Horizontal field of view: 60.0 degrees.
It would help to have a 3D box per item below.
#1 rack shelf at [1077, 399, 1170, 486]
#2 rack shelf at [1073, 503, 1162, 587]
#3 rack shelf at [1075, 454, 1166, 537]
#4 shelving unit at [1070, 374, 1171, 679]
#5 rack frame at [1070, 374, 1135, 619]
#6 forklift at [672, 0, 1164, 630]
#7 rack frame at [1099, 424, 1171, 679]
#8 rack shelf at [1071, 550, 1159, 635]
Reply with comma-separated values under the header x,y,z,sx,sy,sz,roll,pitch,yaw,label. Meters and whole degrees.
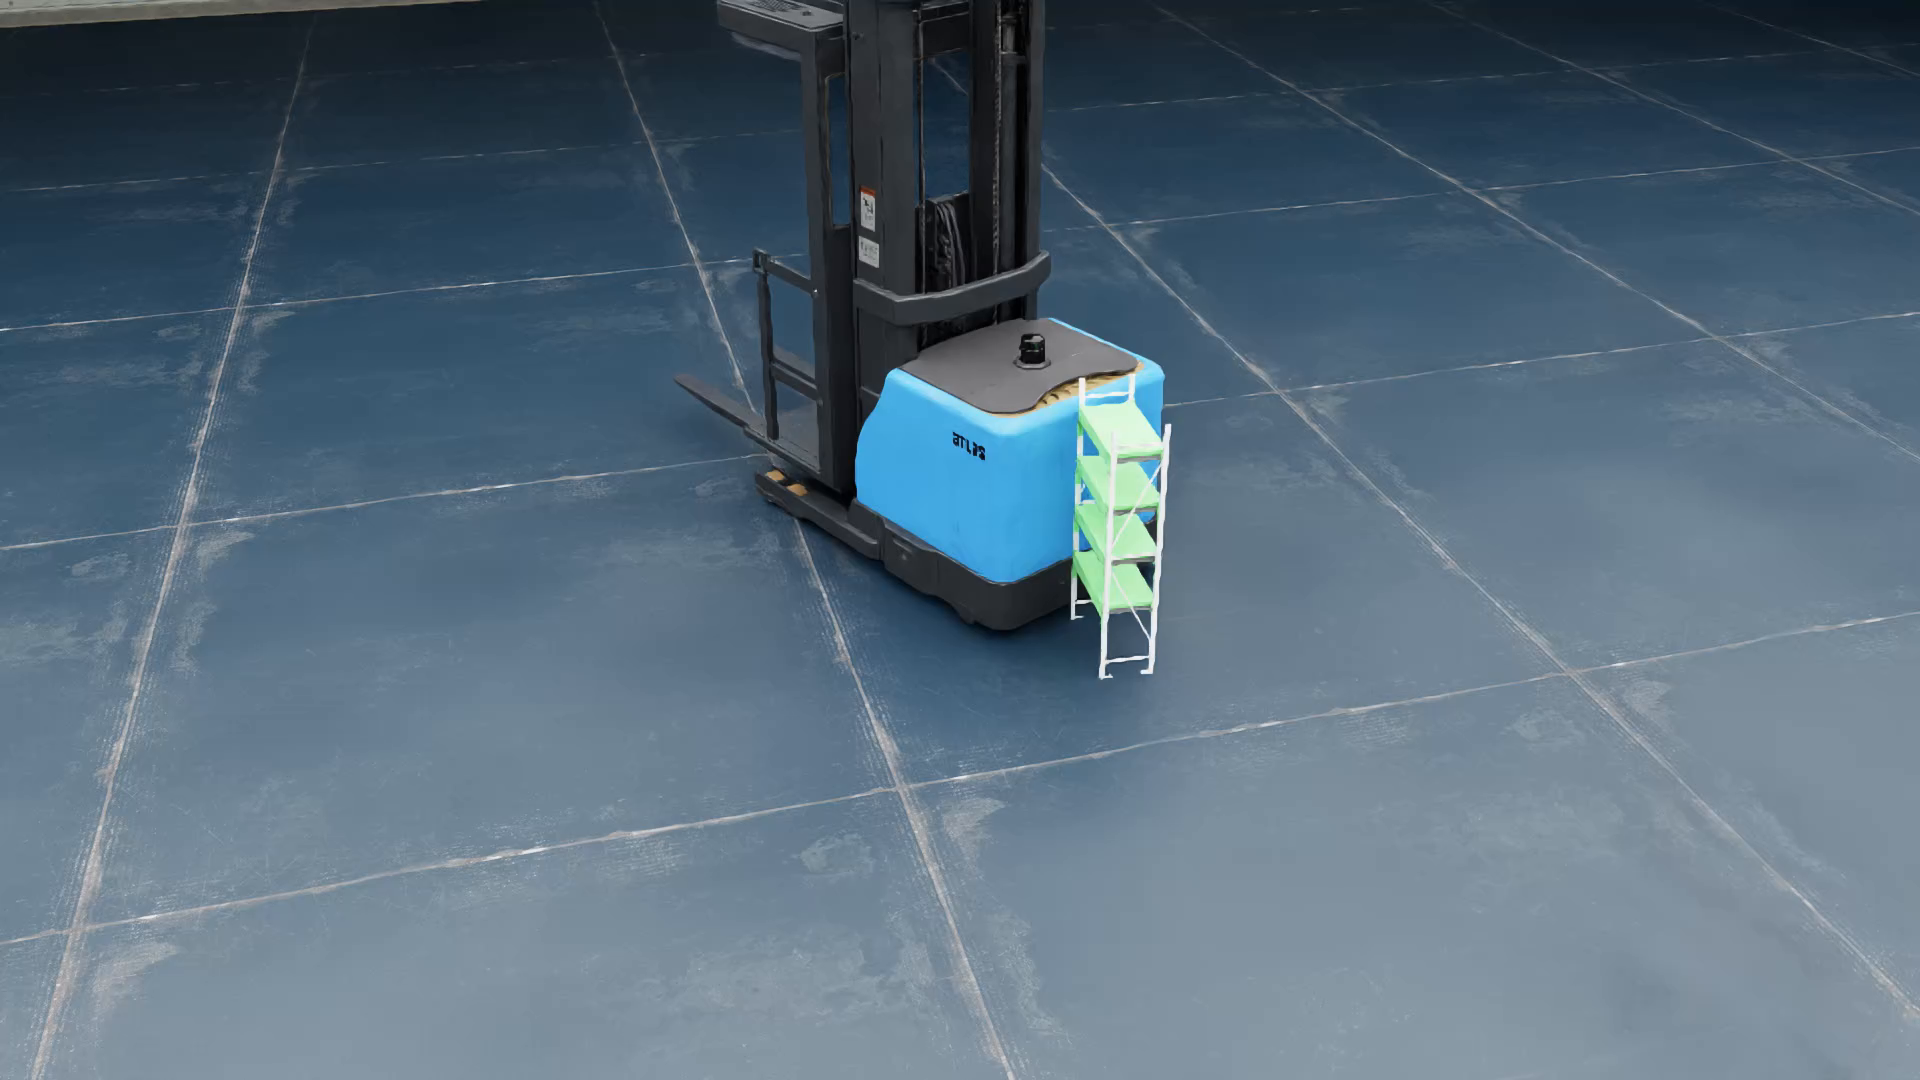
x,y,z,sx,sy,sz,roll,pitch,yaw,label
0.674,-0.412,6.933,0.258,0.148,0.480,-6,31,-10,rack shelf
0.674,0.004,7.173,0.258,0.148,0.480,-6,31,-10,rack shelf
0.674,-0.204,7.053,0.258,0.148,0.480,-6,31,-10,rack shelf
0.674,-0.052,7.141,0.258,1.200,0.503,-6,31,-10,shelving unit
0.624,-0.171,7.348,0.240,1.200,0.015,-6,31,-10,rack frame
-0.398,-1.531,7.969,1.130,2.935,3.031,-23,37,-34,forklift
0.724,0.068,6.934,0.240,1.200,0.015,-6,31,-10,rack frame
0.674,0.211,7.293,0.258,0.148,0.480,-6,31,-10,rack shelf
